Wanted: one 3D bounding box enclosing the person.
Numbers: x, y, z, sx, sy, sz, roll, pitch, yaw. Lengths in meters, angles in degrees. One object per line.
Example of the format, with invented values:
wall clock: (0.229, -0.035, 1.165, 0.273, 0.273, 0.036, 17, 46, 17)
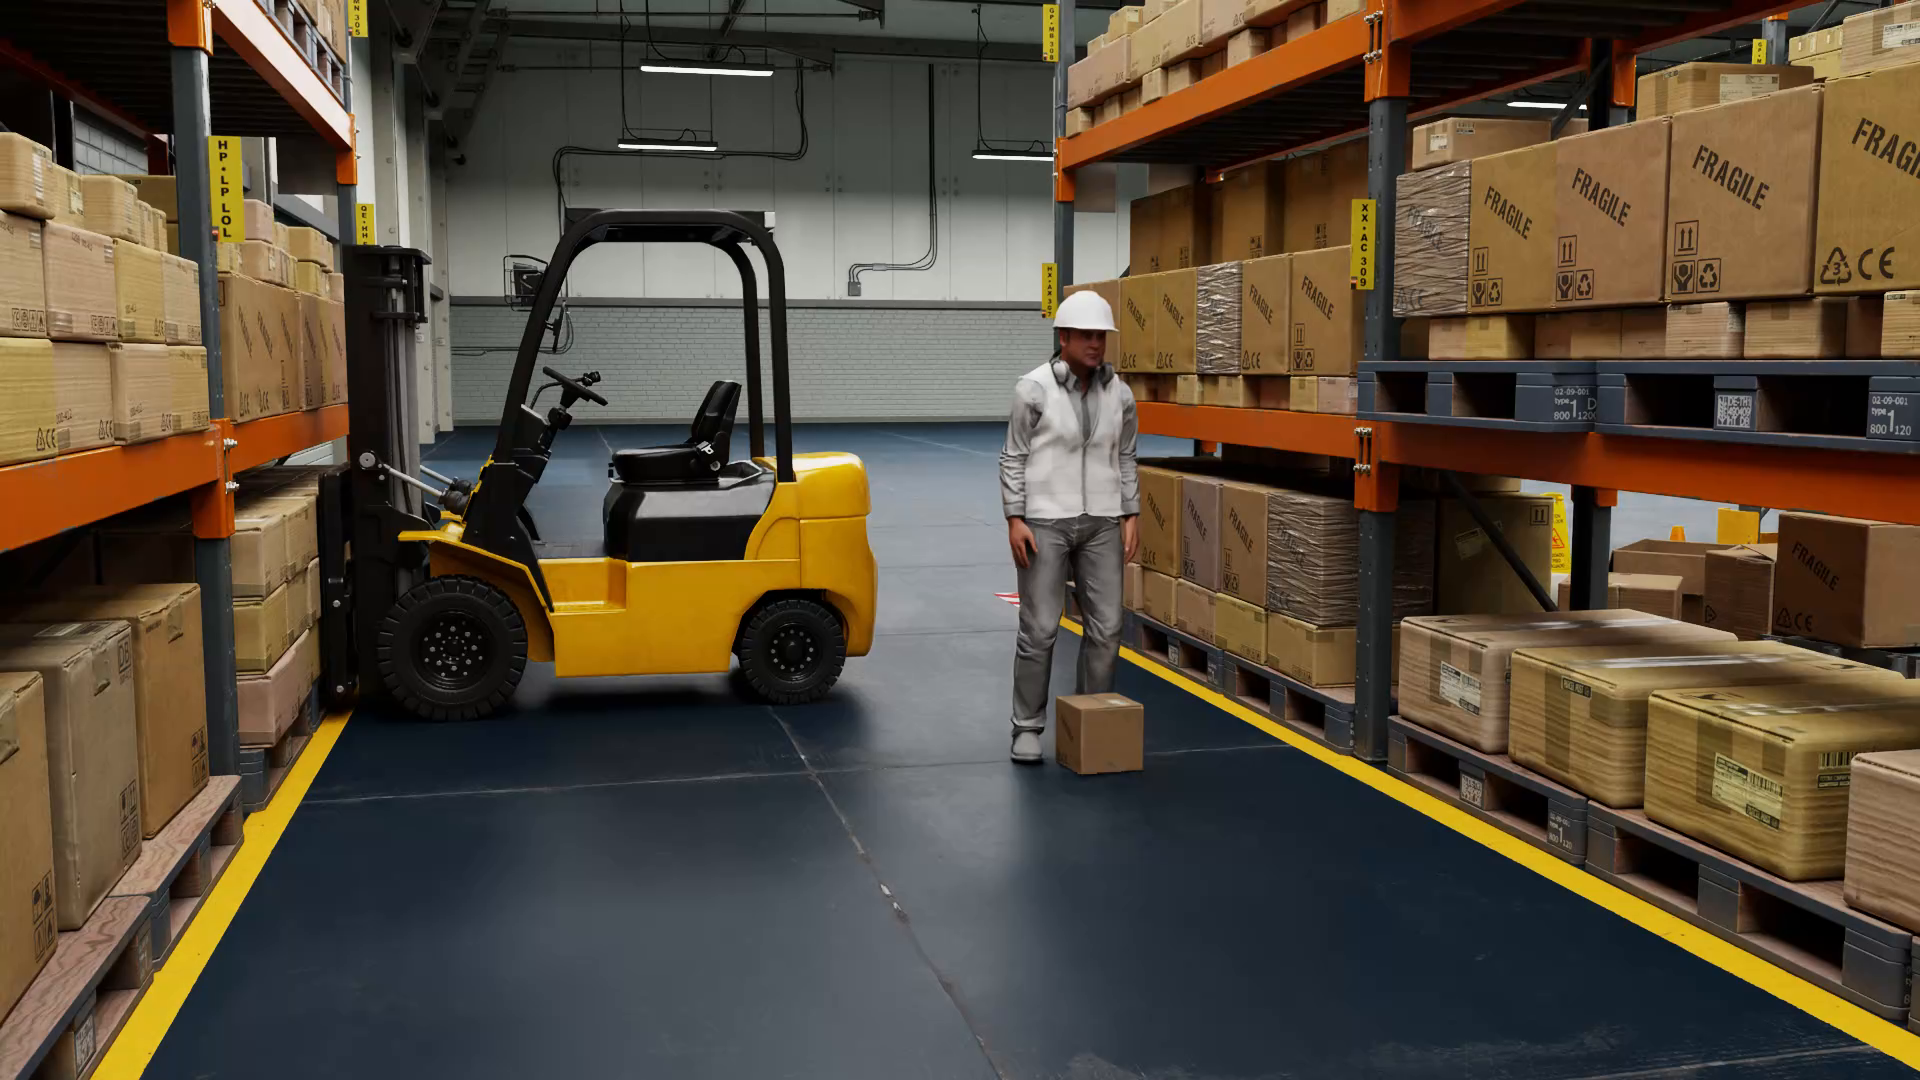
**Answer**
person: (0.435, -0.059, 6.375, 0.572, 1.771, 0.474, -2, 6, -19)
